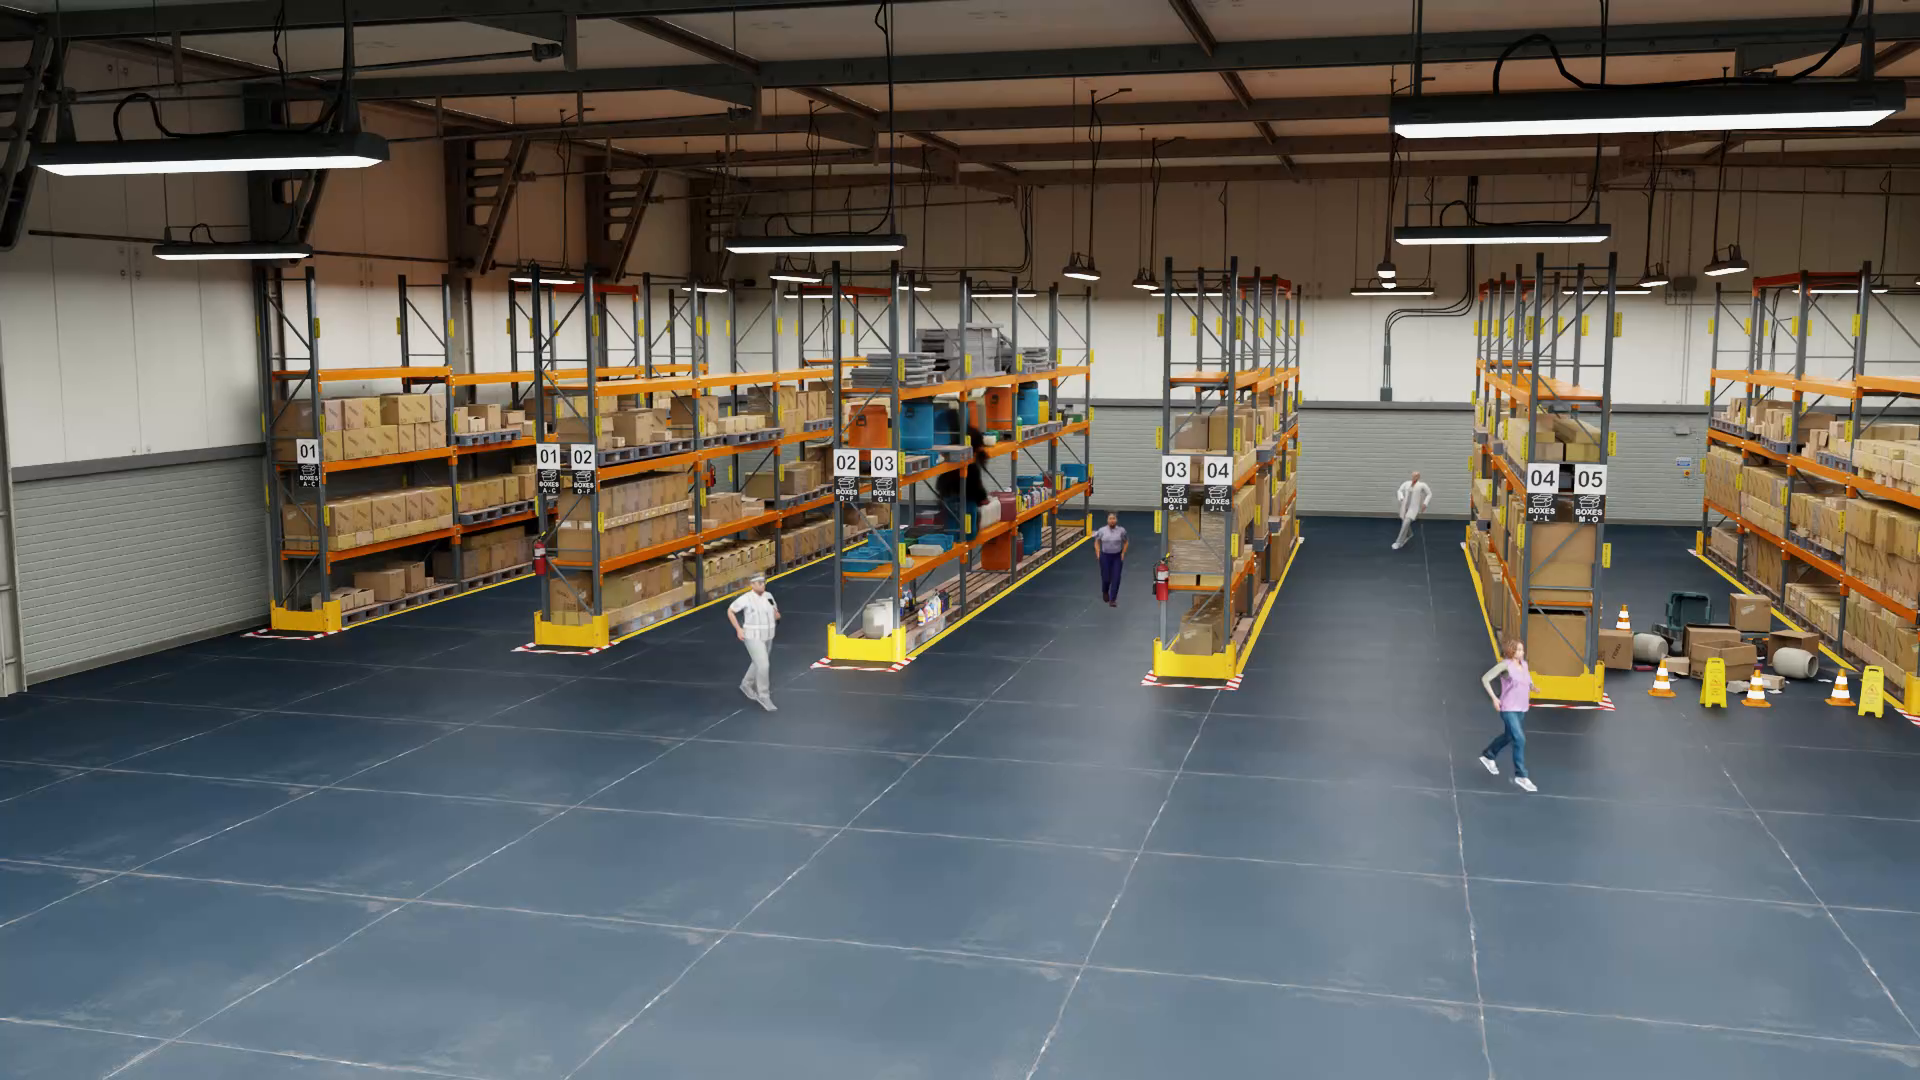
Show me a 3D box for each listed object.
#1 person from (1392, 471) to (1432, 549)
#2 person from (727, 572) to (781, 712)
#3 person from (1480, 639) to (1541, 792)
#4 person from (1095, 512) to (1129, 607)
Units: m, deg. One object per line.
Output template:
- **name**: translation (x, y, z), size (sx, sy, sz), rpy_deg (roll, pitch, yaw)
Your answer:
- **person**: translation (10.321, -0.705, 38.042), size (0.766, 1.752, 1.046), rpy_deg (7, 10, 43)
- **person**: translation (-2.685, 1.324, 22.093), size (0.837, 1.838, 0.643), rpy_deg (5, 9, 37)
- **person**: translation (6.053, 1.881, 18.274), size (0.528, 1.613, 0.825), rpy_deg (-5, 9, -34)
- **person**: translation (2.596, 0.322, 28.448), size (0.593, 1.611, 0.519), rpy_deg (0, 7, 3)
